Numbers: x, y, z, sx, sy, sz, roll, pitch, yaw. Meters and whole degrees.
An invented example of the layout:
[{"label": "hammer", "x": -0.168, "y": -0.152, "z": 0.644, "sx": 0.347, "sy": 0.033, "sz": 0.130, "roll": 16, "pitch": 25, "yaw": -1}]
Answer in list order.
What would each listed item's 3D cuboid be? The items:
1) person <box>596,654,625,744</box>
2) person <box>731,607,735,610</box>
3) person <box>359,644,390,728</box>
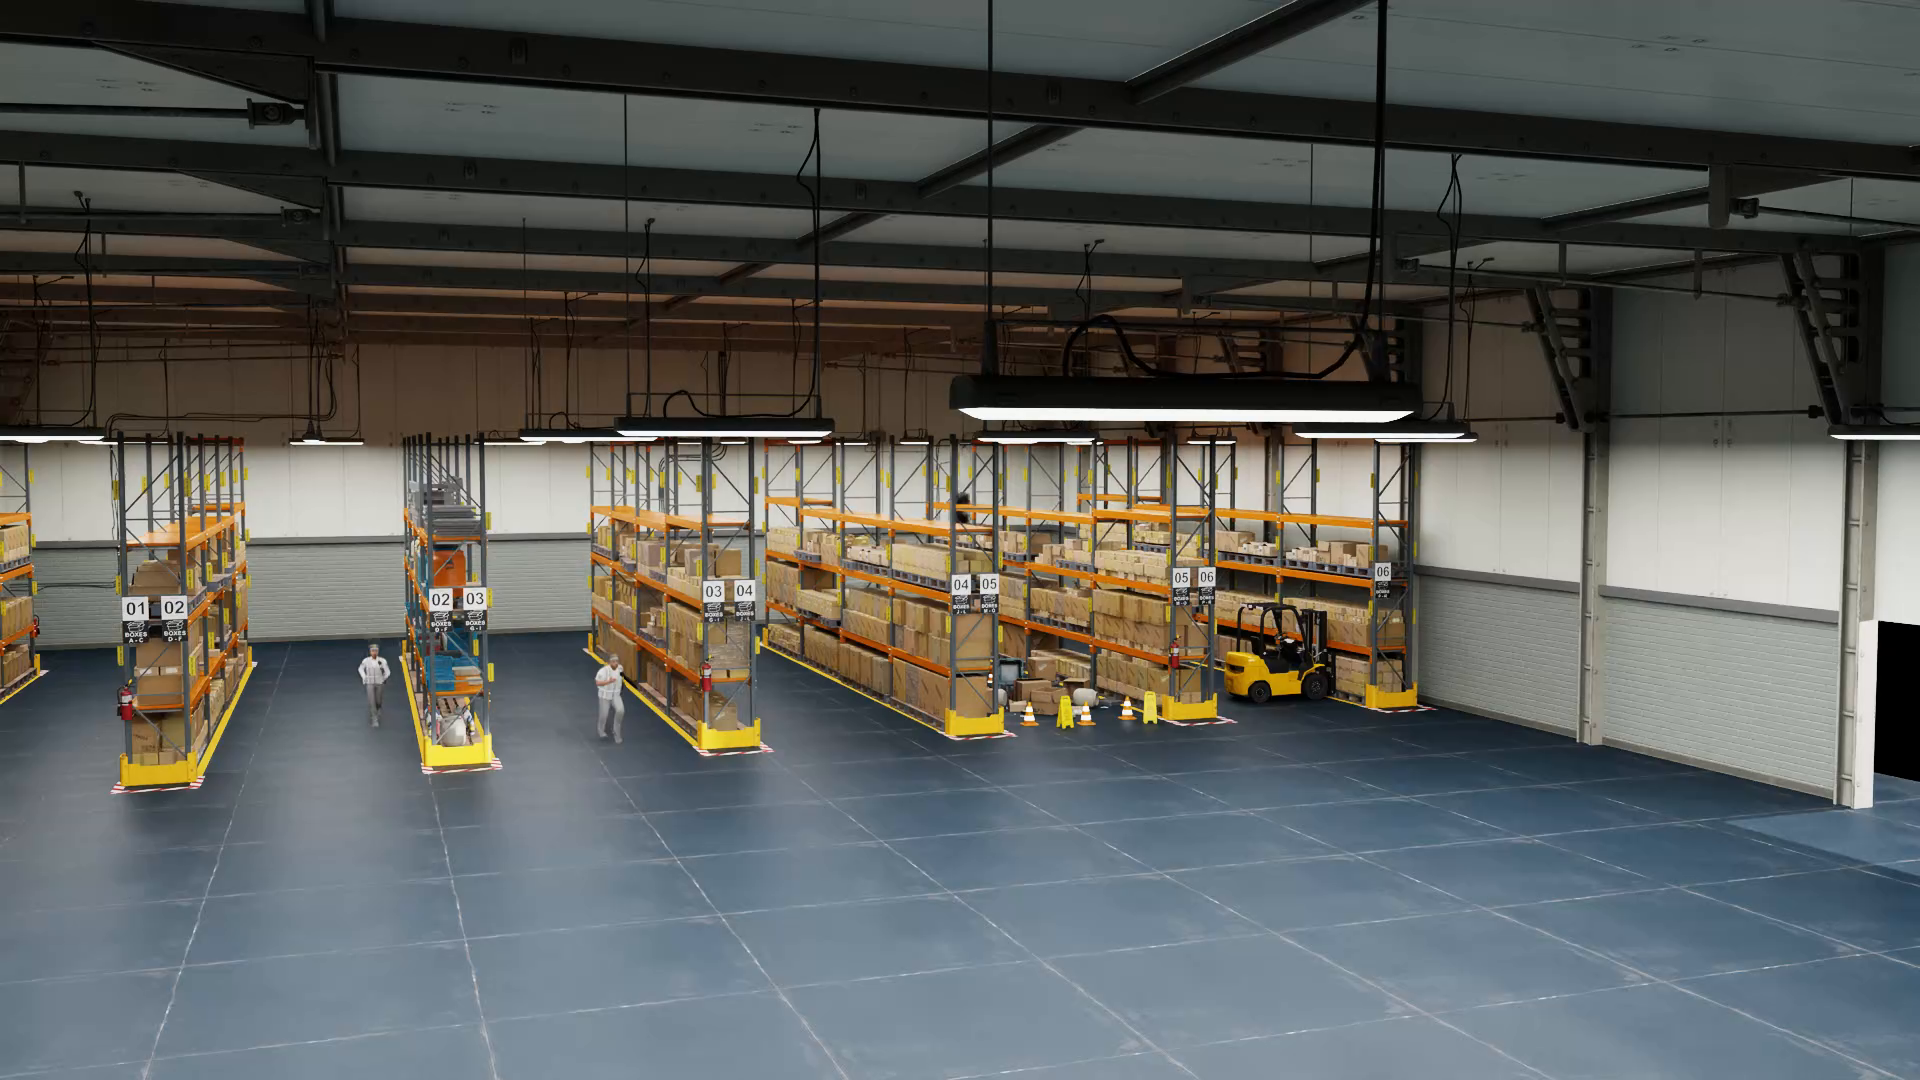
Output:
[{"label": "person", "x": -6.831, "y": 3.072, "z": 32.385, "sx": 0.647, "sy": 1.780, "sz": 0.961, "roll": -2, "pitch": 4, "yaw": -32}, {"label": "person", "x": -6.197, "y": 2.365, "z": 46.335, "sx": 0.612, "sy": 1.524, "sz": 0.930, "roll": -1, "pitch": 3, "yaw": -16}, {"label": "person", "x": -12.106, "y": 2.990, "z": 34.393, "sx": 0.618, "sy": 1.694, "sz": 0.786, "roll": -1, "pitch": 3, "yaw": -20}]
